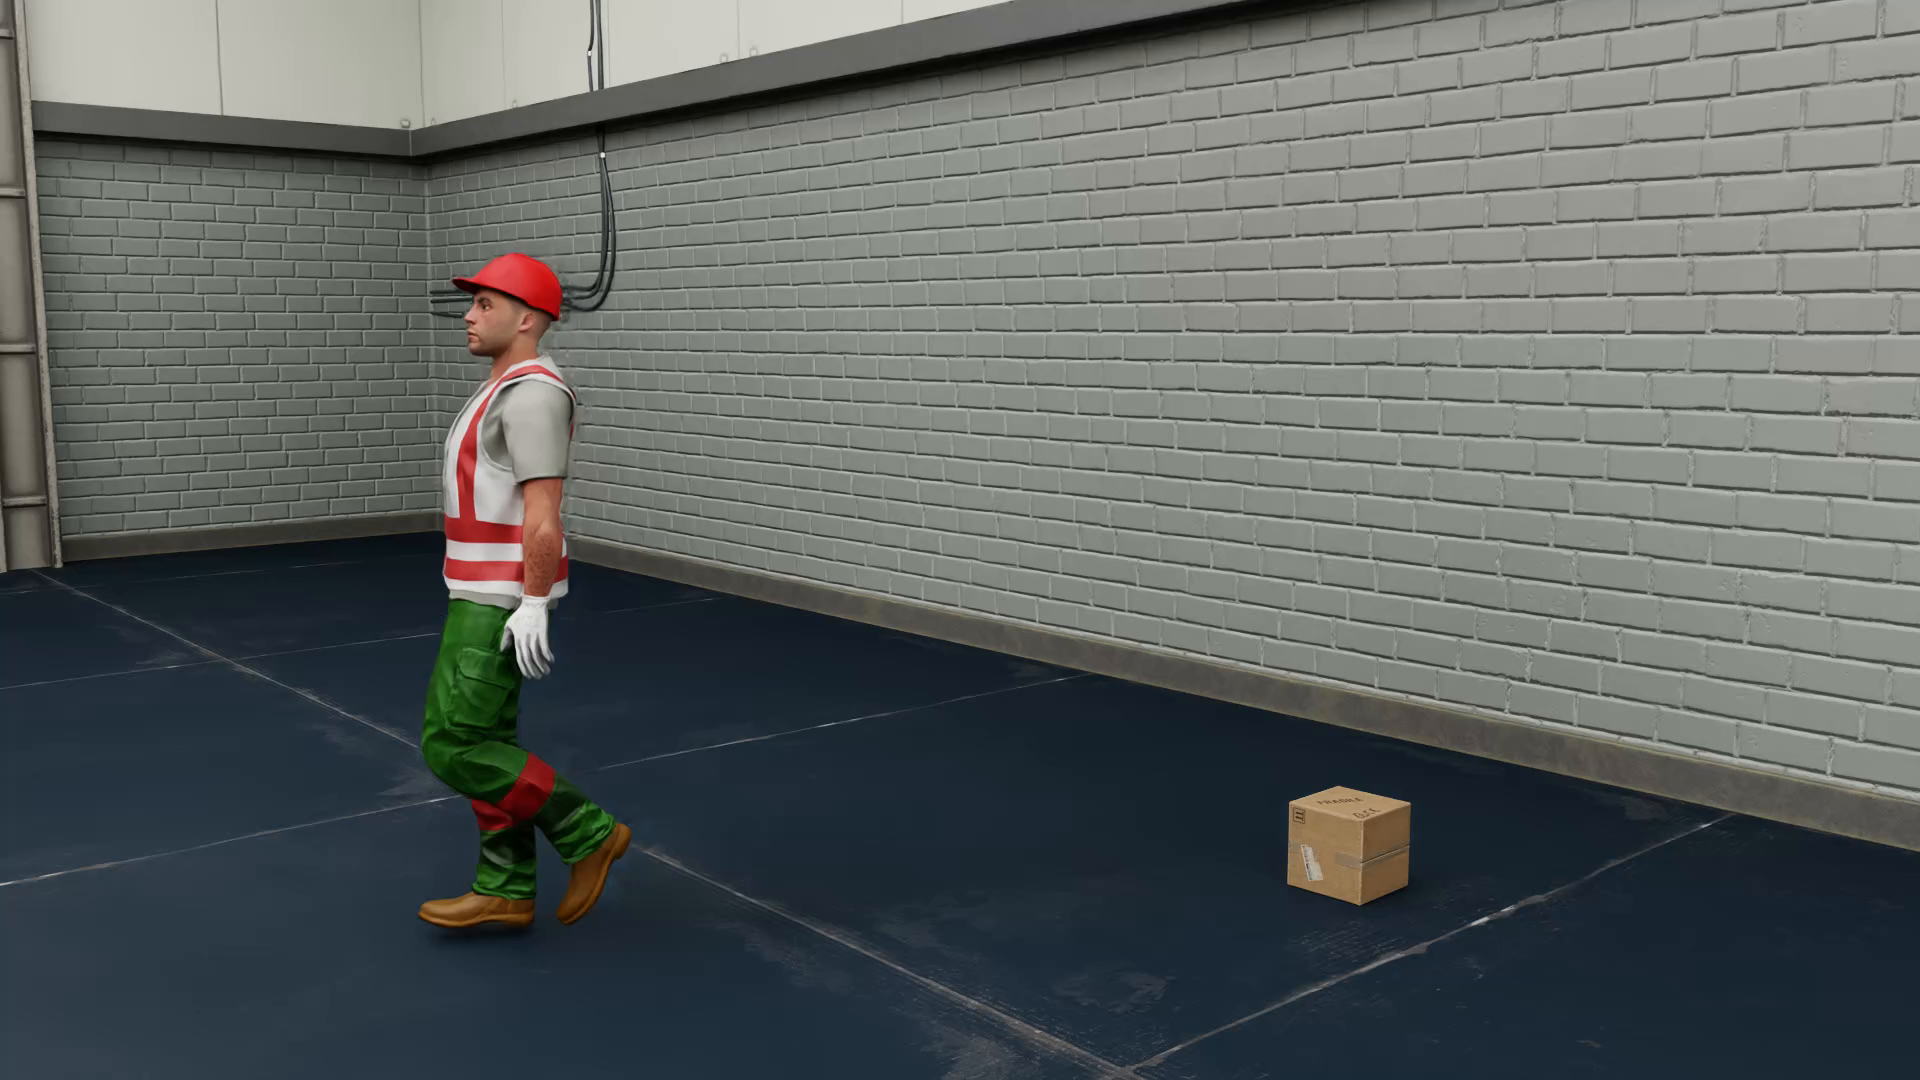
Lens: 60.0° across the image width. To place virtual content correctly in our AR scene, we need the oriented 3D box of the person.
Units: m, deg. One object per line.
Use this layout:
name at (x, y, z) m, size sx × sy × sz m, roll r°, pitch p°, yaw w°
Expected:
person at (-1.167, 0.149, 4.352) m, size 0.542 × 1.778 × 0.560 m, roll -3°, pitch 8°, yaw -19°
